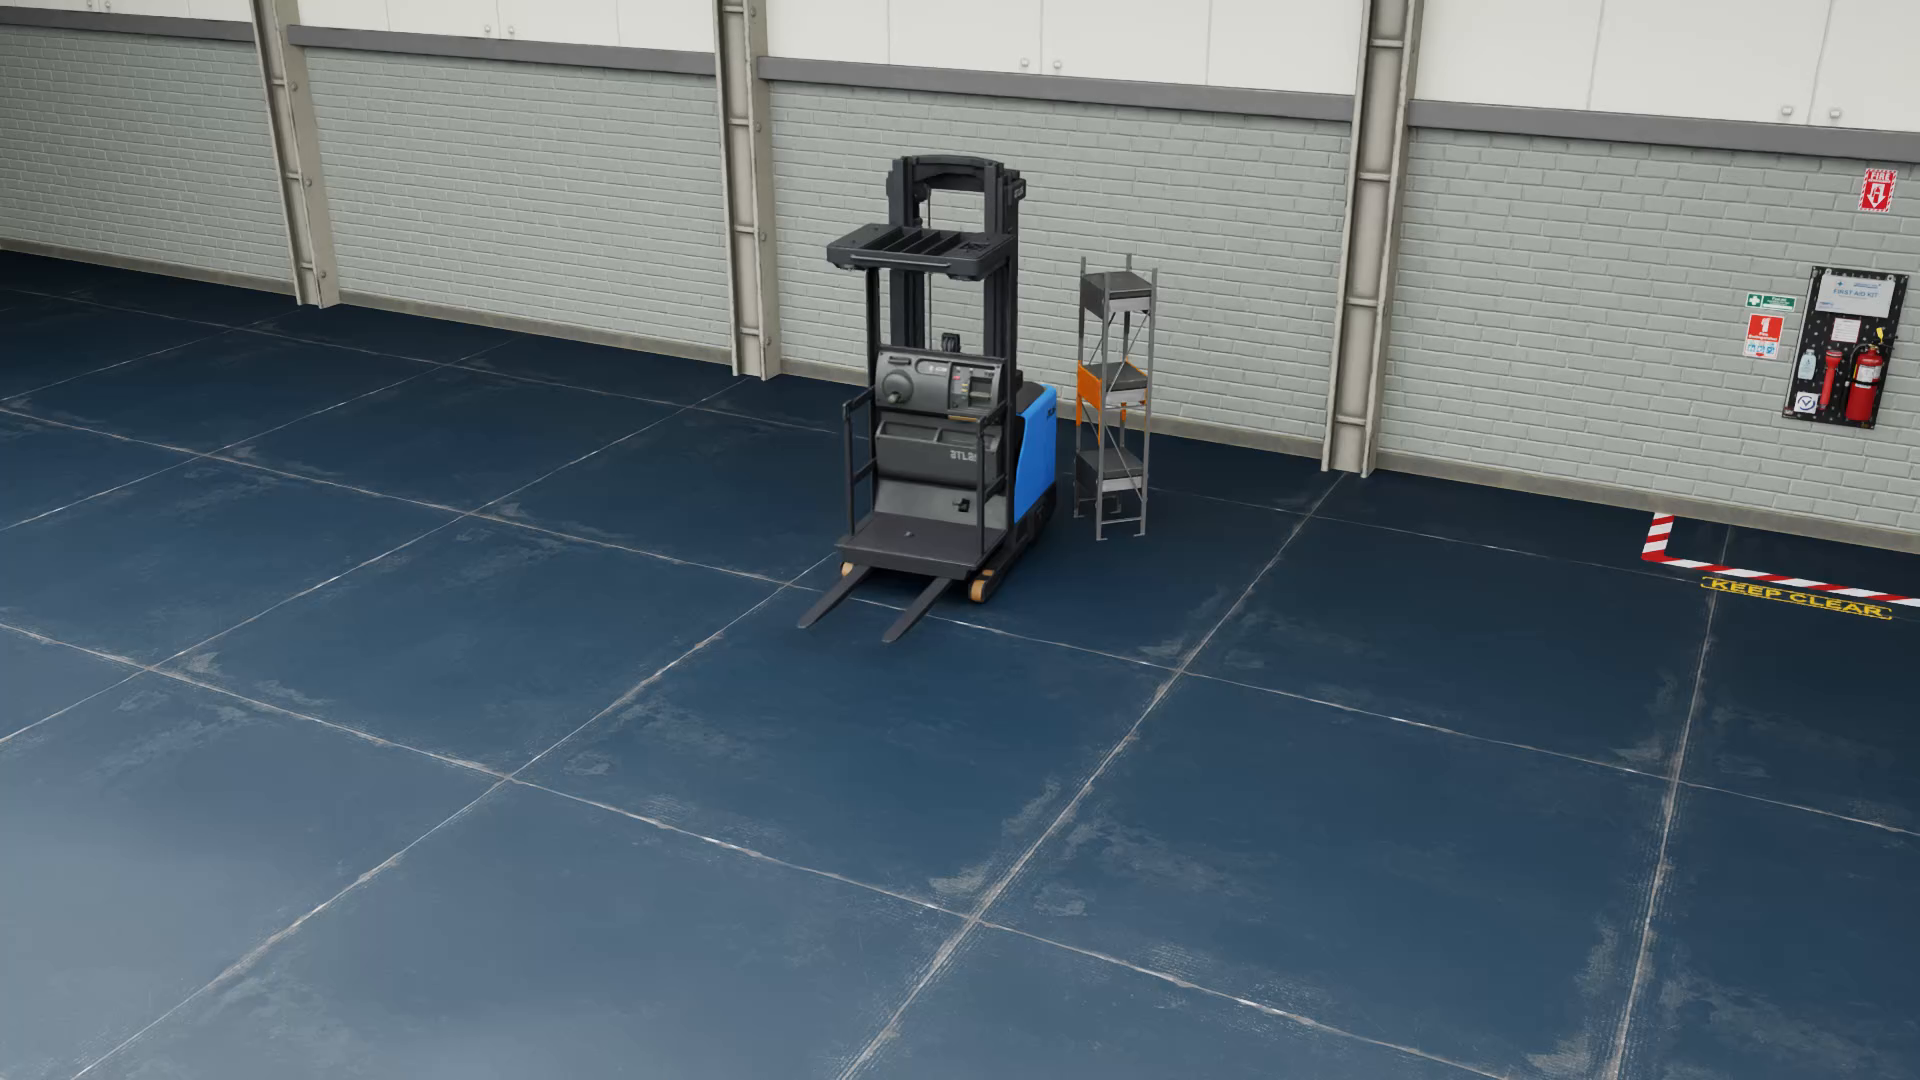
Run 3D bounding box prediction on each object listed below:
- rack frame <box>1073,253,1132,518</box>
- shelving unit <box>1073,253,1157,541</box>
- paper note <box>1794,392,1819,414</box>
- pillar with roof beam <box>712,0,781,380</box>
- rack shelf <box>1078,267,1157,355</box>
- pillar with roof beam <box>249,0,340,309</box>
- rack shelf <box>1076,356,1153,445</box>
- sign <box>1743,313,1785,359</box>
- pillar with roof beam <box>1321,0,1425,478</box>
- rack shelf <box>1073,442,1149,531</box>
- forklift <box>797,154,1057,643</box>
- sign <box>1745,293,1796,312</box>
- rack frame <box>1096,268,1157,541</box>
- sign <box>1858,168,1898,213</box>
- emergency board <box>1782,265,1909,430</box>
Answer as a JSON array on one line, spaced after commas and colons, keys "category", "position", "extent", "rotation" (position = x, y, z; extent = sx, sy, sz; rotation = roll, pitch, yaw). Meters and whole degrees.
[{"category": "rack frame", "position": [1.094, -1.165, 12.833], "extent": [0.400, 2.100, 0.015], "rotation": [-7, 24, -16]}, {"category": "shelving unit", "position": [1.165, -1.074, 12.619], "extent": [0.431, 2.100, 0.503], "rotation": [-7, 24, -16]}, {"category": "paper note", "position": [6.359, -1.032, 12.495], "extent": [0.142, 0.148, 0.016], "rotation": [11, 25, 25]}, {"category": "pillar with roof beam", "position": [-3.977, -4.308, 11.408], "extent": [0.400, 9.000, 9.100], "rotation": [11, 25, 25]}, {"category": "rack shelf", "position": [1.165, -1.706, 12.350], "extent": [0.431, 0.518, 0.480], "rotation": [-7, 24, -16]}, {"category": "pillar with roof beam", "position": [-9.332, -5.368, 13.899], "extent": [0.400, 9.000, 9.100], "rotation": [11, 25, 25]}, {"category": "rack shelf", "position": [1.165, -1.061, 12.624], "extent": [0.431, 0.518, 0.480], "rotation": [-7, 24, -16]}, {"category": "sign", "position": [6.039, -1.532, 12.500], "extent": [0.234, 0.329, 0.001], "rotation": [11, 25, 25]}, {"category": "pillar with roof beam", "position": [1.377, -3.249, 8.917], "extent": [0.400, 9.000, 9.100], "rotation": [11, 25, 25]}, {"category": "rack shelf", "position": [1.165, -0.417, 12.898], "extent": [0.431, 0.518, 0.480], "rotation": [-7, 24, -16]}, {"category": "forklift", "position": [-0.228, -1.087, 11.587], "extent": [1.130, 2.935, 3.031], "rotation": [8, 24, 19]}, {"category": "sign", "position": [6.039, -1.772, 12.387], "extent": [0.331, 0.109, 0.001], "rotation": [11, 25, 25]}, {"category": "rack frame", "position": [1.236, -0.983, 12.404], "extent": [0.400, 2.100, 0.015], "rotation": [-7, 24, -16]}, {"category": "sign", "position": [6.524, -2.485, 11.824], "extent": [0.199, 0.298, 0.001], "rotation": [11, 25, 25]}, {"category": "emergency board", "position": [6.486, -1.382, 12.192], "extent": [0.643, 1.169, 0.194], "rotation": [11, 25, 25]}]
